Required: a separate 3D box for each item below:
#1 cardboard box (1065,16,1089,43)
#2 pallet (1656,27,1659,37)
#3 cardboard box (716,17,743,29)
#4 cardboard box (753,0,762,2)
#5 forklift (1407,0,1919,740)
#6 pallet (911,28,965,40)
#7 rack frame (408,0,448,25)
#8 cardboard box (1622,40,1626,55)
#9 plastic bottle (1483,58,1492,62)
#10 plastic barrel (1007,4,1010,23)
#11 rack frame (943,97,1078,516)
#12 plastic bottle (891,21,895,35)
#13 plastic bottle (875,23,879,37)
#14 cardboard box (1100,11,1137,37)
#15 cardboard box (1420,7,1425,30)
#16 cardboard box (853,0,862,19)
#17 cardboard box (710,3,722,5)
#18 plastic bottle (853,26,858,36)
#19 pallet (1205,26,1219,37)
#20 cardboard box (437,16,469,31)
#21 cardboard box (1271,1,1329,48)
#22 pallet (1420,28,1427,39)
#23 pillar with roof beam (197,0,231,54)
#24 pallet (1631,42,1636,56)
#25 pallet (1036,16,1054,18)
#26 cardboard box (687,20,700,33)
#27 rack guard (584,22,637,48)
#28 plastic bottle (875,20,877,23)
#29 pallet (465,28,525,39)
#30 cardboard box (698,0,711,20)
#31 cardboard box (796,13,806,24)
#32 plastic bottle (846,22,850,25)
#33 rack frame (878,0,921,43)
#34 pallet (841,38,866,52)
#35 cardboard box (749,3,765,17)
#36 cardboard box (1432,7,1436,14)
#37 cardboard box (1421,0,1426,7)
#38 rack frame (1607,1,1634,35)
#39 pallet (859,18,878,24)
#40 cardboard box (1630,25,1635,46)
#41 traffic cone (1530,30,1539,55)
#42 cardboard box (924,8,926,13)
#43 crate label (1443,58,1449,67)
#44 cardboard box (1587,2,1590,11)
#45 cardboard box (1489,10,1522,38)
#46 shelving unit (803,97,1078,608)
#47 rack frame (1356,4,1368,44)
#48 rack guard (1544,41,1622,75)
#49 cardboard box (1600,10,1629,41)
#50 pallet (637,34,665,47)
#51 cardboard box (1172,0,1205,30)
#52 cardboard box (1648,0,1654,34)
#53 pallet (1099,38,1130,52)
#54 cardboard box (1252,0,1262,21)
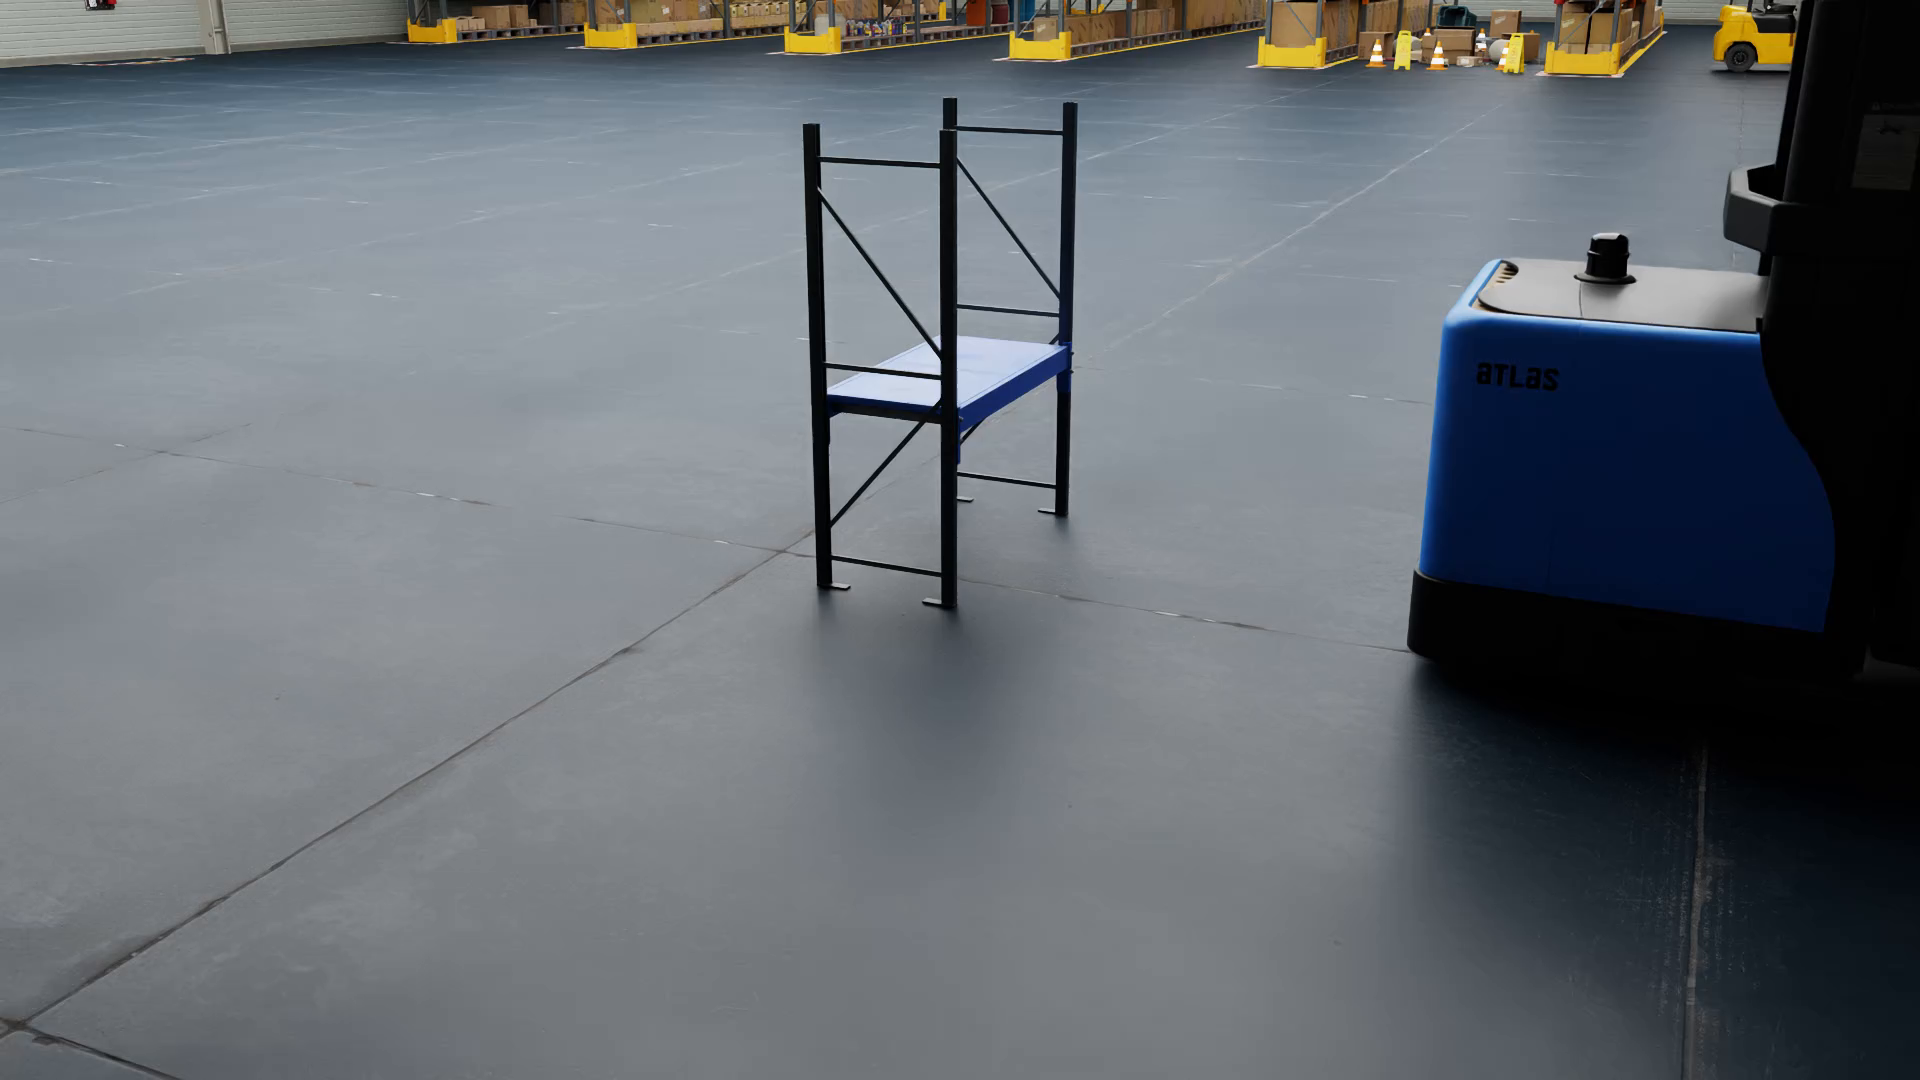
[{"bbox_3d":[2.272,-10.295,33.544,0.500,0.500,0.500,11,22,28],"label":"cardboard box"},{"bbox_3d":[16.350,-12.301,40.242,1.003,0.211,1.213,9,21,23],"label":"pallet"},{"bbox_3d":[-5.493,-12.285,39.513,0.500,0.250,0.500,8,21,21],"label":"cardboard box"},{"bbox_3d":[-6.308,-15.962,49.479,0.700,0.500,0.500,9,22,24],"label":"cardboard box"},{"bbox_3d":[2.877,-0.940,4.237,3.031,2.935,1.130,8,21,22],"label":"forklift"},{"bbox_3d":[-0.582,-11.918,39.167,1.003,0.211,1.213,9,21,23],"label":"pallet"},{"bbox_3d":[-12.043,-12.749,37.341,1.000,3.000,0.127,9,21,23],"label":"rack frame"},{"bbox_3d":[11.565,-8.785,29.671,0.500,0.250,0.500,10,22,26],"label":"cardboard box"},{"bbox_3d":[9.953,-9.051,31.329,0.133,0.061,0.283,13,23,32],"label":"plastic bottle"},{"bbox_3d":[1.068,-13.543,42.659,0.421,0.512,0.421,0,20,0],"label":"plastic barrel"},{"bbox_3d":[0.173,-0.836,6.081,0.500,1.500,0.032,9,21,23],"label":"rack frame"},{"bbox_3d":[-1.475,-11.189,36.353,0.061,0.283,0.133,10,22,26],"label":"plastic bottle"},{"bbox_3d":[-1.797,-10.958,35.721,0.097,0.271,0.097,0,20,0],"label":"plastic bottle"},{"bbox_3d":[3.423,-11.147,35.911,0.700,0.500,0.500,7,21,19],"label":"cardboard box"},{"bbox_3d":[10.628,-12.270,39.096,0.500,0.500,0.500,8,21,21],"label":"cardboard box"},{"bbox_3d":[-2.965,-14.275,44.706,0.500,0.500,0.500,9,21,23],"label":"cardboard box"},{"bbox_3d":[-5.773,-12.783,40.076,0.500,0.311,0.500,9,22,24],"label":"cardboard box"},{"bbox_3d":[-2.275,-11.064,36.122,0.097,0.201,0.097,0,20,0],"label":"plastic bottle"},{"bbox_3d":[5.682,-12.444,40.645,1.003,0.211,1.213,9,21,23],"label":"pallet"},{"bbox_3d":[-11.678,-11.889,38.278,0.500,0.311,0.500,6,20,17],"label":"cardboard box"},{"bbox_3d":[6.215,-9.412,30.501,0.875,0.875,0.875,9,21,23],"label":"cardboard box"},{"bbox_3d":[10.594,-12.115,39.720,1.003,0.211,1.213,9,21,23],"label":"pallet"},{"bbox_3d":[-11.075,-13.483,30.453,9.100,9.000,0.400,9,21,23],"label":"pillar with roof beam"},{"bbox_3d":[13.009,-9.872,33.412,1.003,0.211,1.213,9,21,23],"label":"pallet"},{"bbox_3d":[2.673,-14.349,46.000,1.003,0.211,1.213,9,21,23],"label":"pallet"},{"bbox_3d":[-6.280,-11.718,37.917,0.500,0.250,0.500,9,21,23],"label":"cardboard box"},{"bbox_3d":[-7.532,-10.885,35.831,1.175,0.500,0.348,9,21,23],"label":"rack guard"},{"bbox_3d":[-1.897,-11.497,37.236,0.097,0.271,0.097,0,20,0],"label":"plastic bottle"},{"bbox_3d":[-11.146,-12.074,39.603,1.003,0.211,1.213,9,21,23],"label":"pallet"},{"bbox_3d":[-6.090,-12.226,38.228,0.500,0.500,0.500,9,21,23],"label":"cardboard box"},{"bbox_3d":[-4.239,-13.224,42.154,0.500,0.250,0.500,9,22,24],"label":"cardboard box"},{"bbox_3d":[-2.468,-11.051,35.974,0.152,0.276,0.135,8,21,21],"label":"plastic bottle"},{"bbox_3d":[-1.367,-12.613,36.957,1.000,3.000,0.127,9,21,23],"label":"rack frame"},{"bbox_3d":[-2.679,-10.353,34.766,1.003,0.211,1.213,9,21,23],"label":"pallet"},{"bbox_3d":[-5.067,-12.863,40.300,0.500,0.311,0.500,8,21,21],"label":"cardboard box"},{"bbox_3d":[11.408,-12.955,40.660,0.380,0.149,0.250,10,22,25],"label":"cardboard box"},{"bbox_3d":[10.614,-12.623,38.970,0.500,0.250,0.500,10,22,25],"label":"cardboard box"},{"bbox_3d":[12.193,-10.573,31.222,1.000,3.000,0.127,9,21,23],"label":"rack frame"},{"bbox_3d":[-2.907,-14.171,45.501,1.003,0.211,1.213,9,21,23],"label":"pallet"},{"bbox_3d":[12.697,-9.914,32.664,0.950,0.372,0.625,10,22,26],"label":"cardboard box"},{"bbox_3d":[11.423,-9.949,33.254,0.336,0.463,0.334,9,21,23],"label":"traffic cone"},{"bbox_3d":[-1.216,-15.523,48.711,0.380,0.166,0.250,9,21,23],"label":"cardboard box"},{"bbox_3d":[8.668,-8.607,29.967,0.250,0.136,0.298,-2,20,-5],"label":"crate label"},{"bbox_3d":[10.949,-9.470,29.512,0.380,0.149,0.250,10,22,25],"label":"cardboard box"},{"bbox_3d":[10.557,-9.987,32.175,0.500,0.500,0.500,9,21,23],"label":"cardboard box"},{"bbox_3d":[-0.035,-0.681,5.644,0.538,1.500,1.048,9,21,23],"label":"shelving unit"},{"bbox_3d":[7.635,-11.221,33.045,1.000,3.000,0.127,9,21,23],"label":"rack frame"},{"bbox_3d":[10.586,-8.196,28.268,1.175,0.500,0.348,9,21,23],"label":"rack guard"},{"bbox_3d":[11.570,-9.135,29.535,0.500,0.500,0.500,9,21,24],"label":"cardboard box"},{"bbox_3d":[-7.247,-10.996,36.574,1.003,0.211,1.213,9,21,23],"label":"pallet"},{"bbox_3d":[5.091,-12.561,39.355,1.225,0.875,0.875,8,21,20],"label":"cardboard box"},{"bbox_3d":[14.925,-11.738,37.041,0.875,0.875,0.875,9,22,24],"label":"cardboard box"},{"bbox_3d":[2.909,-10.409,34.922,1.003,0.211,1.213,9,21,23],"label":"pallet"},{"bbox_3d":[7.504,-14.313,44.283,0.875,0.875,0.875,9,21,23],"label":"cardboard box"}]
